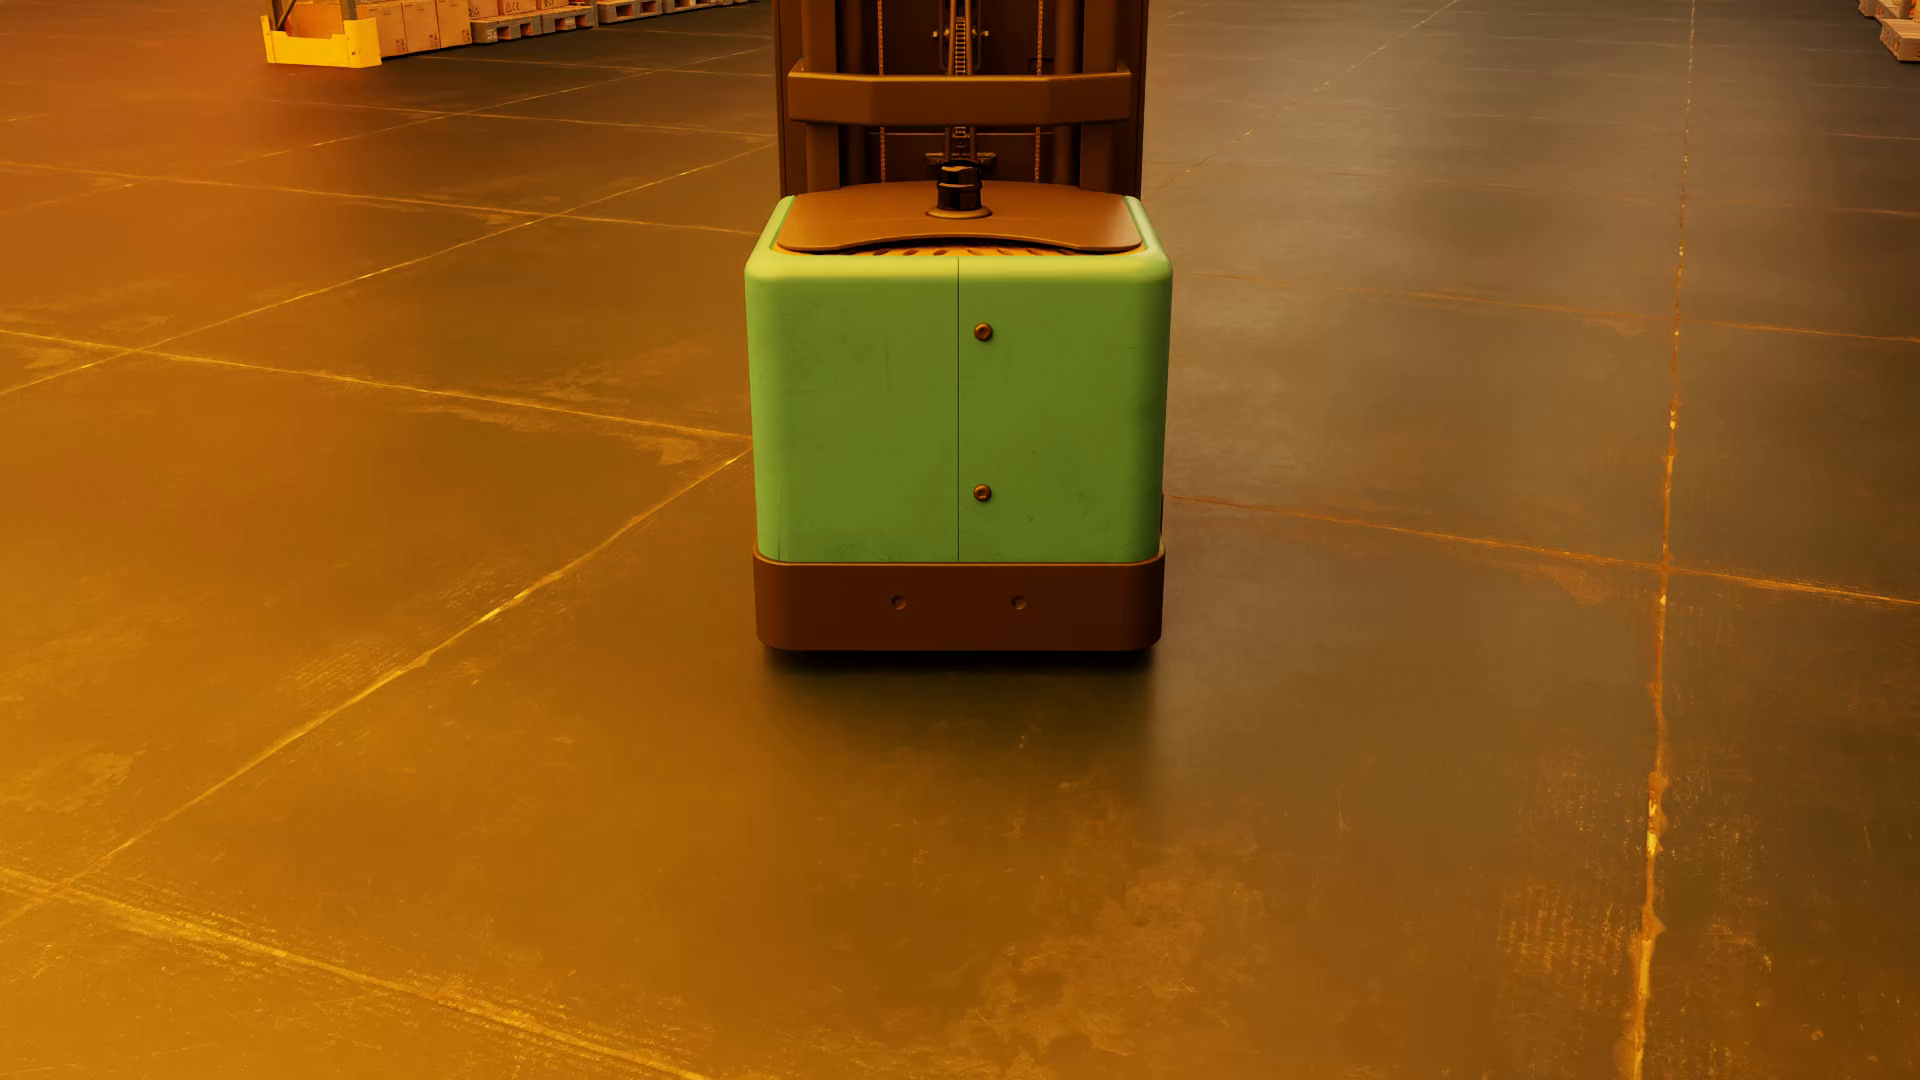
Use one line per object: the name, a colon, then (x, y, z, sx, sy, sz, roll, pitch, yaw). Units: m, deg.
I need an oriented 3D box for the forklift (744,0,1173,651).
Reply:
forklift: (0.002, -1.587, 5.089, 1.130, 2.935, 3.031, 0, 23, 0)
